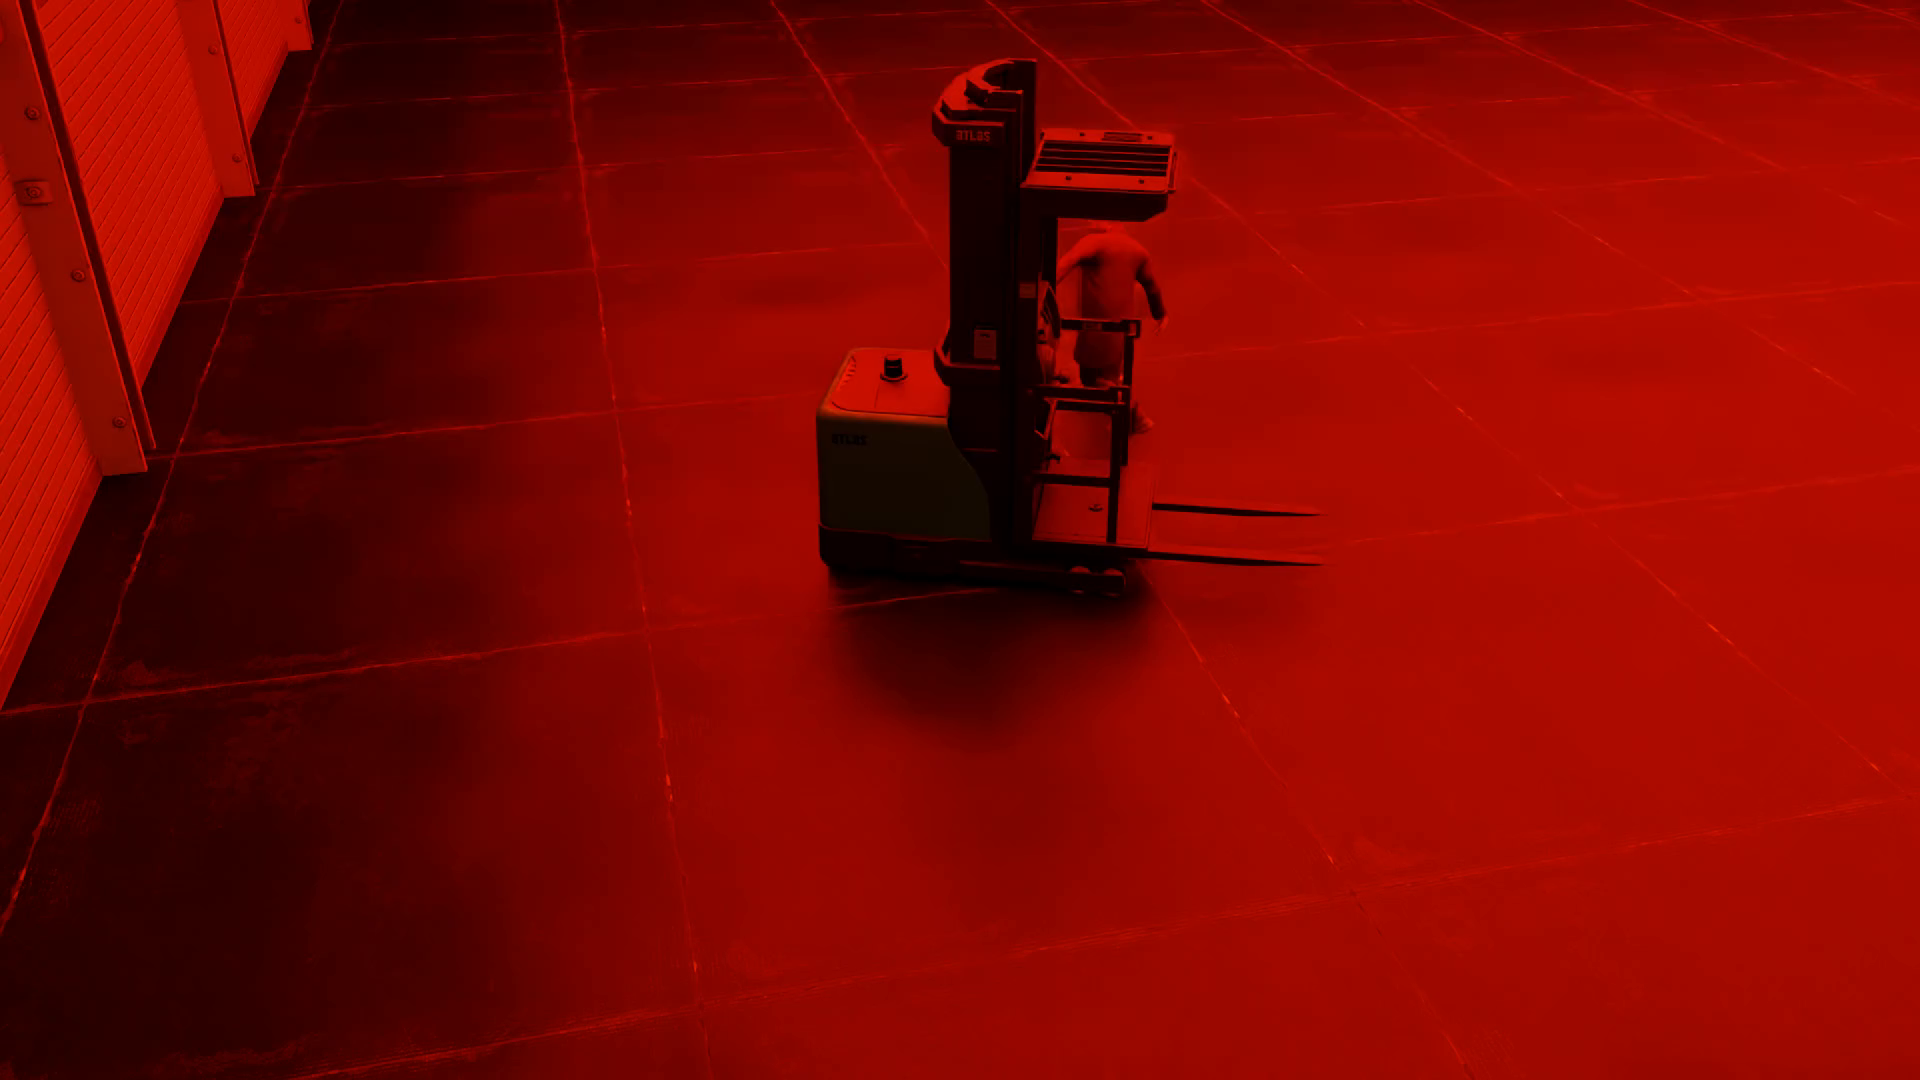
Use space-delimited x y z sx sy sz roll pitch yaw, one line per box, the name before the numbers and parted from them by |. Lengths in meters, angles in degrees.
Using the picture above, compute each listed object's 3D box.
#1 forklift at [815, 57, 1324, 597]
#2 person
forklift | 0.702 -1.215 9.673 3.031 2.935 1.130 4 30 8
person | 0.944 -1.455 11.516 1.255 1.681 0.689 -19 35 -30
